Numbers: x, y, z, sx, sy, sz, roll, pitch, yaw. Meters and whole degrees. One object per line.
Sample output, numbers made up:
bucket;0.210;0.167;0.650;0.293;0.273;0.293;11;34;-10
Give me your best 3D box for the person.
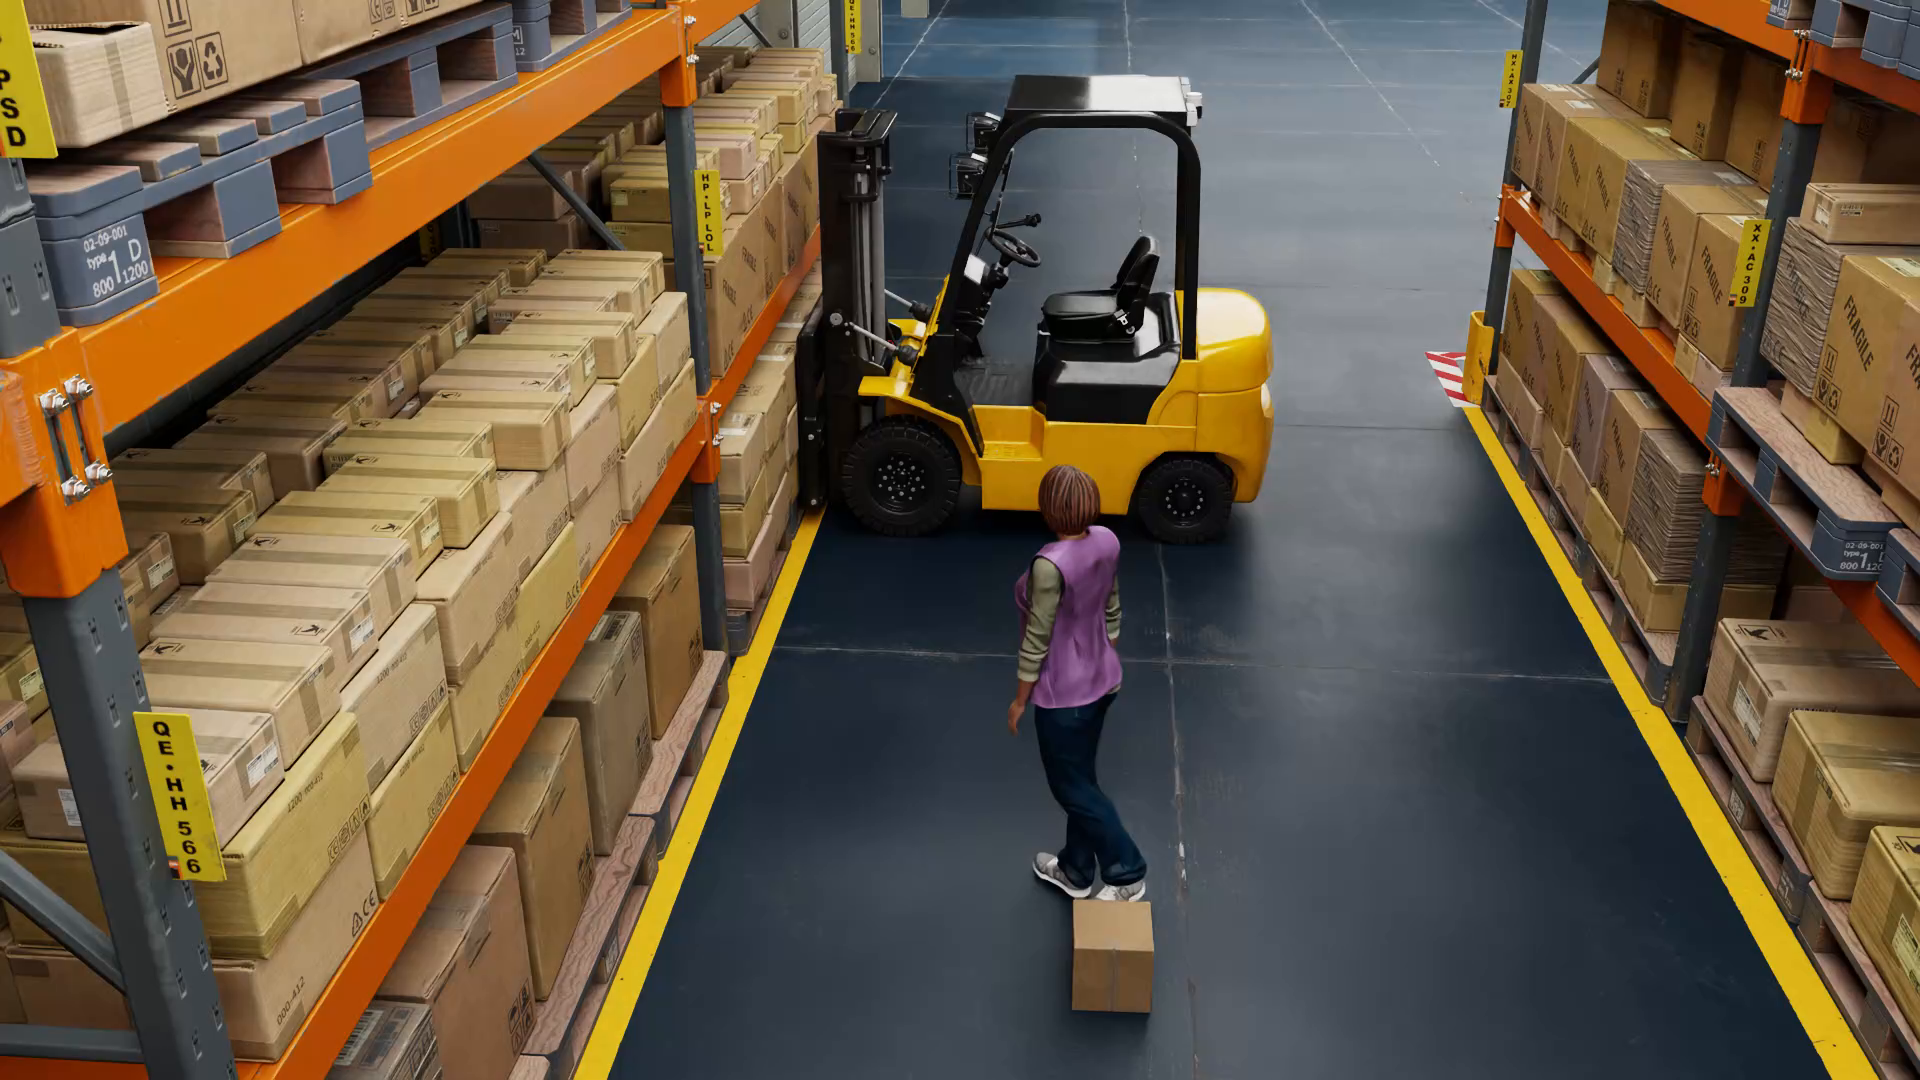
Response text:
person;0.414;0.522;5.487;0.475;1.583;0.421;17;30;32
